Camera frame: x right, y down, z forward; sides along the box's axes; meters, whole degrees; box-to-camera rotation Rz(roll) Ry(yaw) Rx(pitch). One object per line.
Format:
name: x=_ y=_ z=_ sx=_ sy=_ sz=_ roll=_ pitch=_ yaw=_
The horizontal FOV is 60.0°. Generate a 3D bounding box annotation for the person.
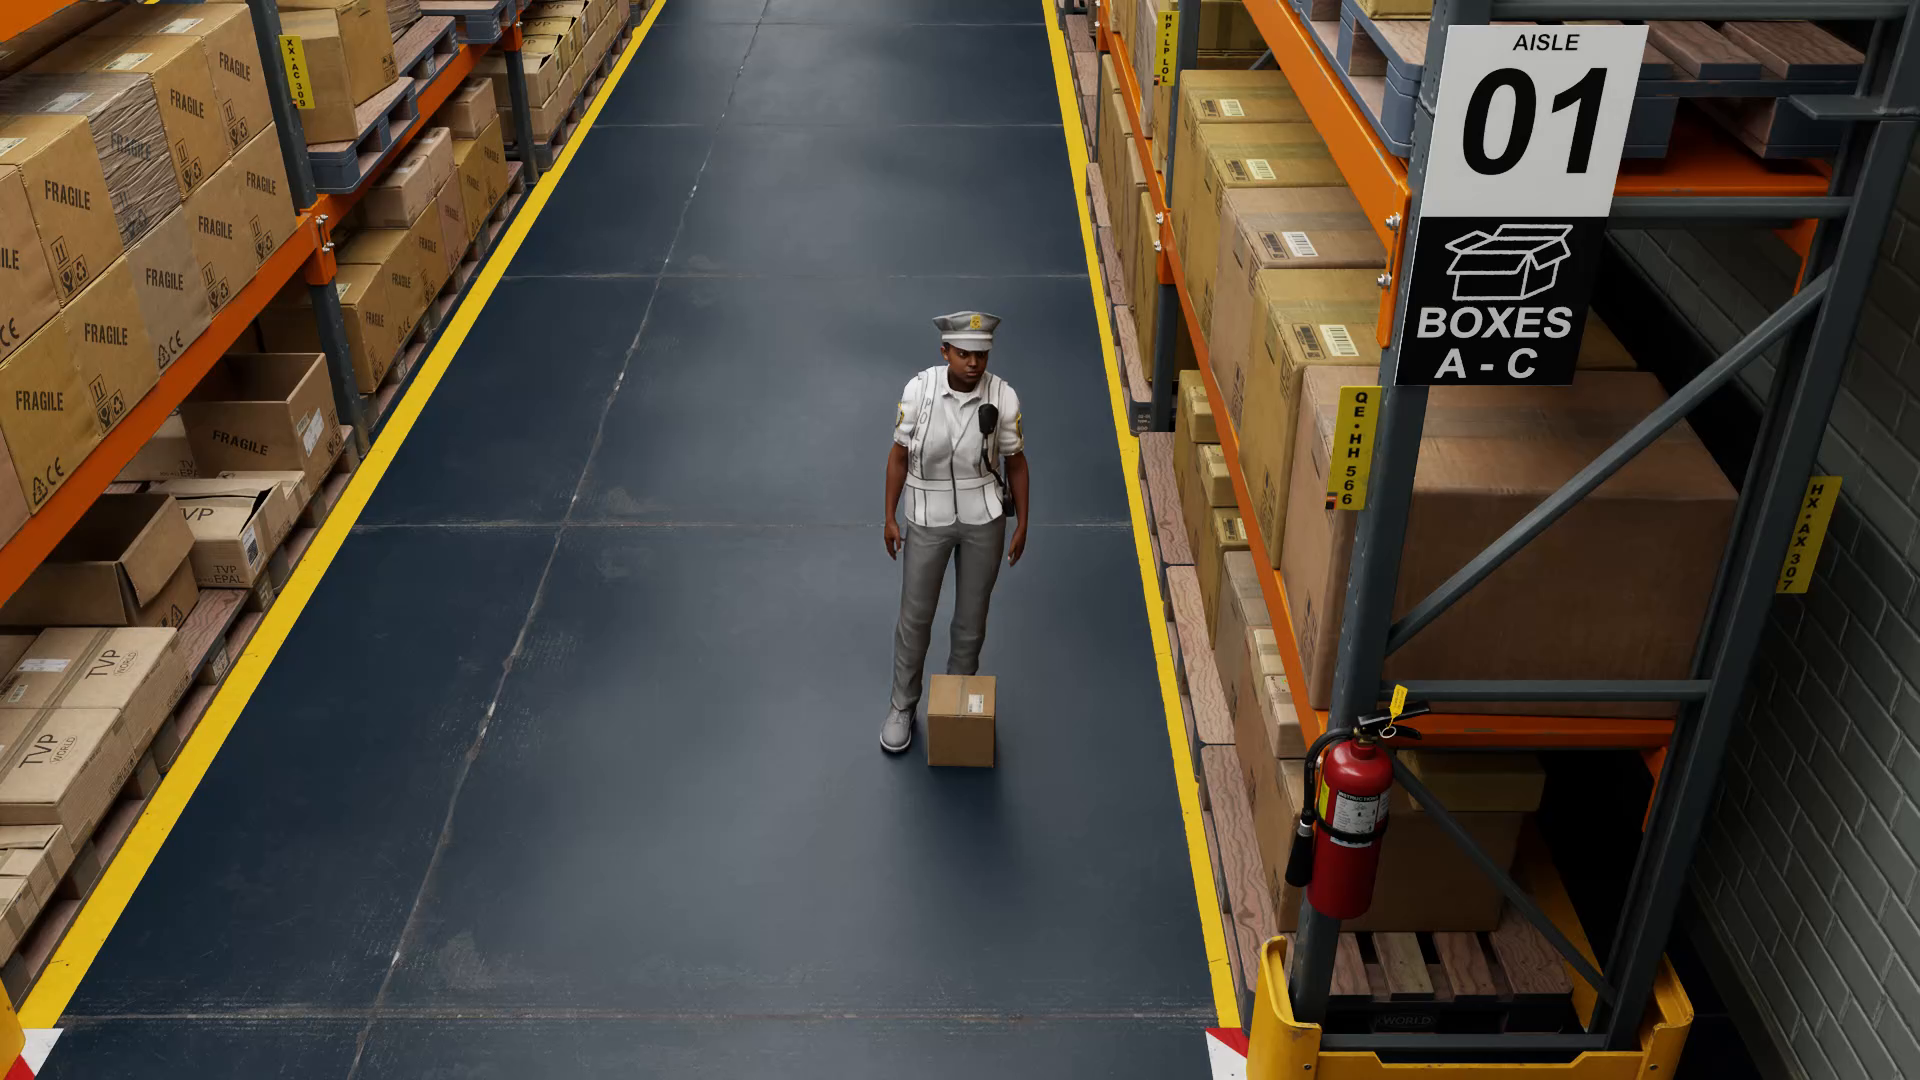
person: x=-0.027 y=-0.038 z=6.148 sx=0.570 sy=1.695 sz=0.529 roll=0 pitch=32 yaw=-1
